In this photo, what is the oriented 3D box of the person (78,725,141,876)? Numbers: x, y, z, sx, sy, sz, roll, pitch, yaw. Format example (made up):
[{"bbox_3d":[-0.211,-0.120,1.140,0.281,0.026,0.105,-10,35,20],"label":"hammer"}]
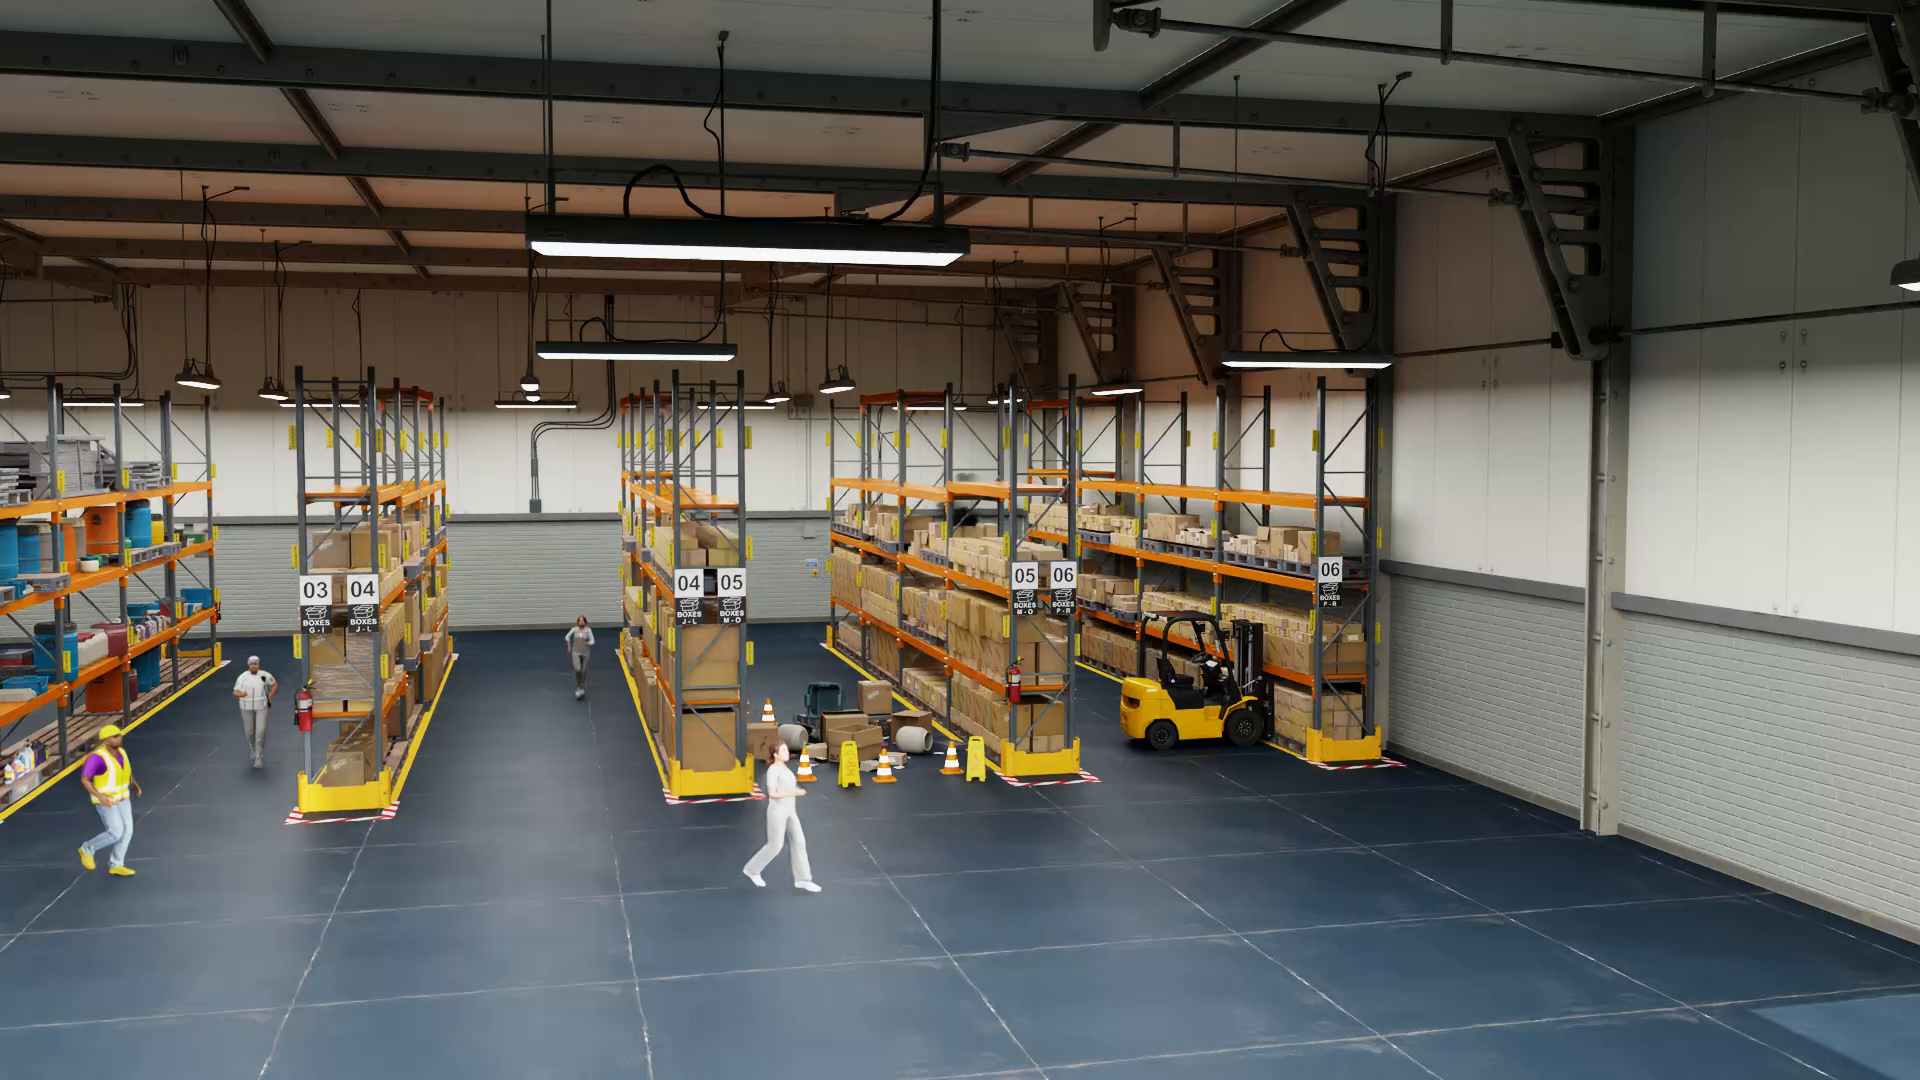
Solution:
[{"bbox_3d":[-9.830,2.994,19.195,0.616,1.739,0.722,1,3,11],"label":"person"}]

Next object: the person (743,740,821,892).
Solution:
[{"bbox_3d":[-1.974,3.163,18.379,0.908,1.409,0.570,1,4,19],"label":"person"}]

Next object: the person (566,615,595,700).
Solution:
[{"bbox_3d":[-7.378,2.281,32.366,0.515,1.597,0.663,-1,4,-20],"label":"person"}]

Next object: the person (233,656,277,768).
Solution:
[{"bbox_3d":[-10.870,2.615,25.641,0.608,1.665,0.880,-1,4,-16],"label":"person"}]
